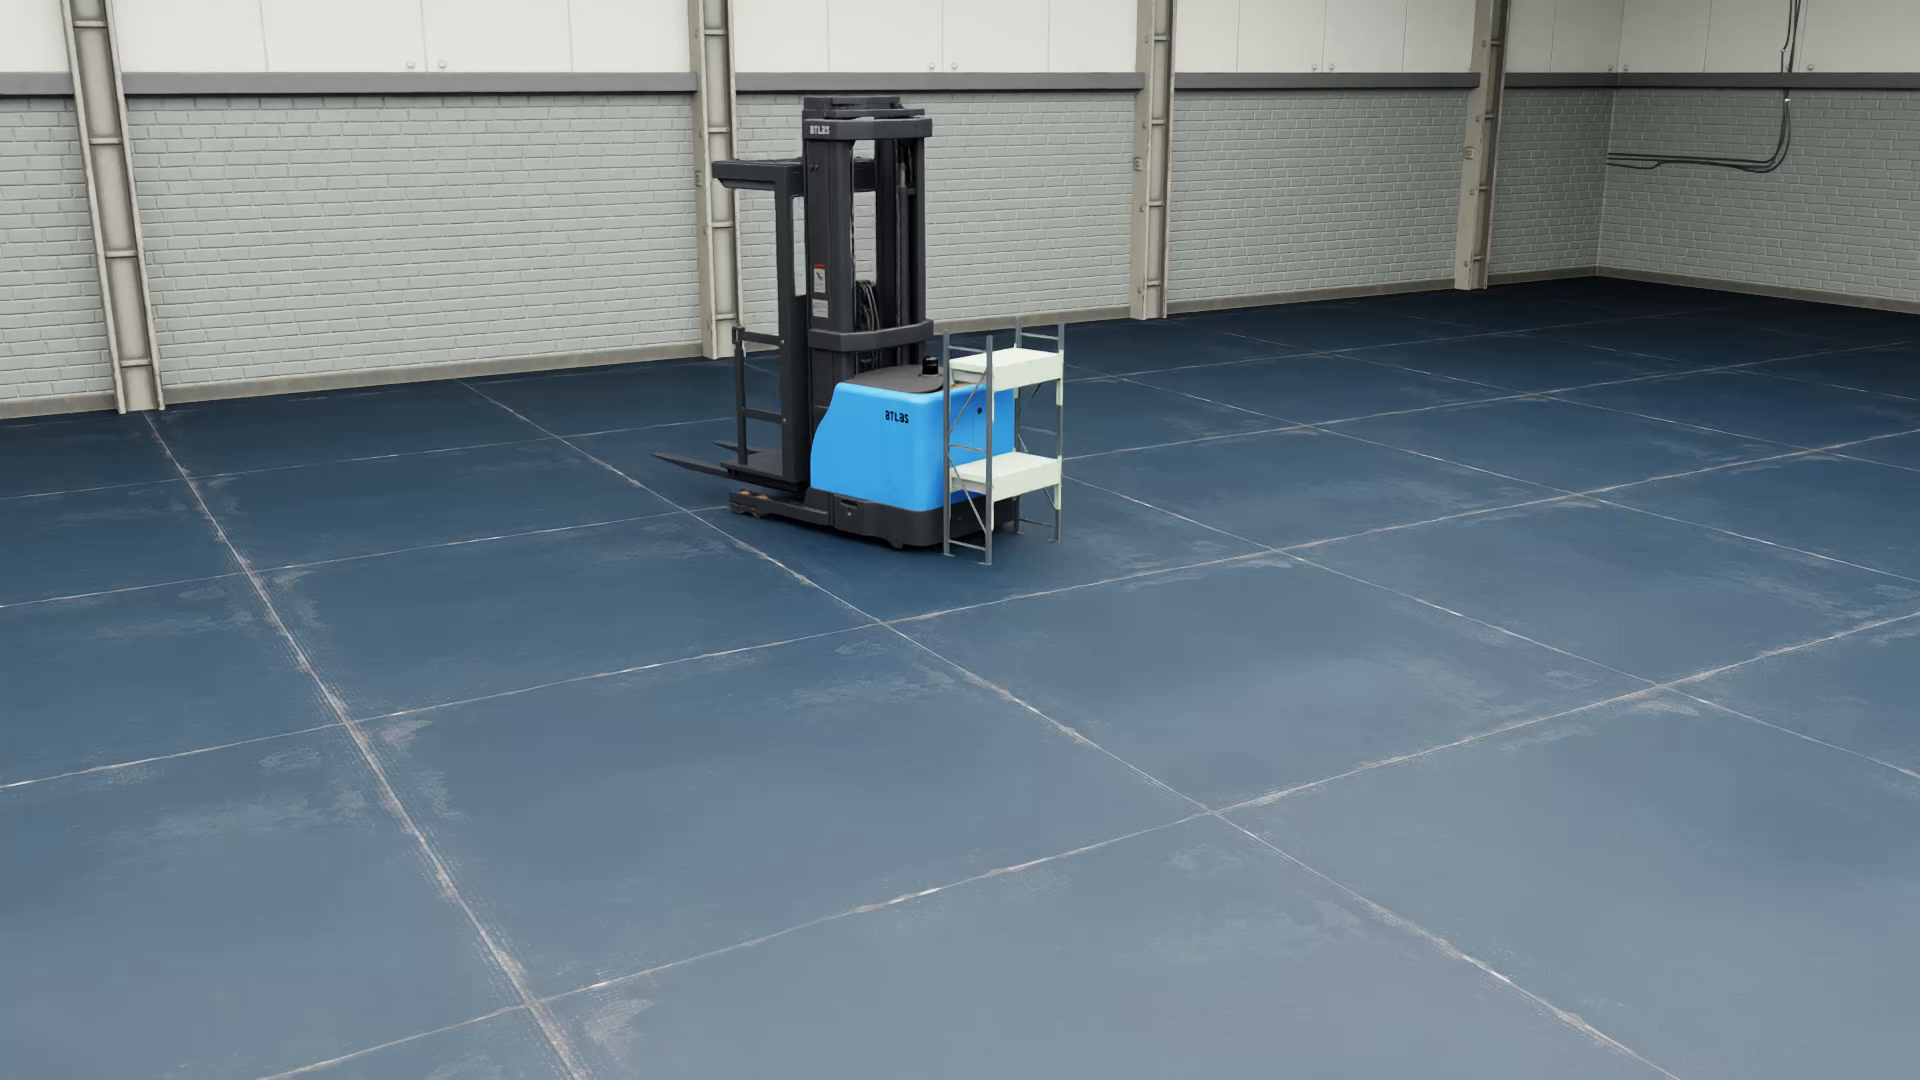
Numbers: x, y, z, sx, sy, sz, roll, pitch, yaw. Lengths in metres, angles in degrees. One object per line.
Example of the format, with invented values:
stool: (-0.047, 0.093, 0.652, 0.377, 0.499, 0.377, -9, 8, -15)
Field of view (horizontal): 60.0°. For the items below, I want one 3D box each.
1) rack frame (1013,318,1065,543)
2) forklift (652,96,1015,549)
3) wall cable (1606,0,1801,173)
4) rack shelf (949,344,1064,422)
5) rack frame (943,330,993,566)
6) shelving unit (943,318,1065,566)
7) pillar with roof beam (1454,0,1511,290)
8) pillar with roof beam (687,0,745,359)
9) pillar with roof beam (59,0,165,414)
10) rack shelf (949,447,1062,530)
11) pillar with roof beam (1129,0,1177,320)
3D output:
rack frame: (0.530, -0.737, 11.258, 0.400, 1.500, 0.023, 13, 20, 39)
forklift: (-1.042, -1.663, 11.911, 3.031, 2.935, 1.130, 13, 20, 39)
wall cable: (10.813, -6.696, 24.379, 0.112, 2.526, 3.097, -9, 18, -30)
rack shelf: (0.289, -1.038, 10.887, 0.431, 0.370, 0.720, 13, 20, 39)
rack frame: (0.048, -0.588, 10.728, 0.400, 1.500, 0.023, 13, 20, 39)
shelving unit: (0.289, -0.662, 10.993, 0.431, 1.500, 0.755, 13, 20, 39)
pillar with roof beam: (9.824, -7.092, 20.038, 0.400, 9.000, 9.100, -9, 18, -30)
pillar with roof beam: (-0.463, -5.424, 14.087, 0.400, 9.000, 9.100, -9, 18, -30)
pillar with roof beam: (-5.606, -4.590, 11.112, 0.400, 9.000, 9.100, -9, 18, -30)
rack shelf: (0.289, -0.348, 11.081, 0.431, 0.370, 0.720, 13, 20, 39)
pillar with roof beam: (4.680, -6.258, 17.062, 0.400, 9.000, 9.100, -9, 18, -30)
